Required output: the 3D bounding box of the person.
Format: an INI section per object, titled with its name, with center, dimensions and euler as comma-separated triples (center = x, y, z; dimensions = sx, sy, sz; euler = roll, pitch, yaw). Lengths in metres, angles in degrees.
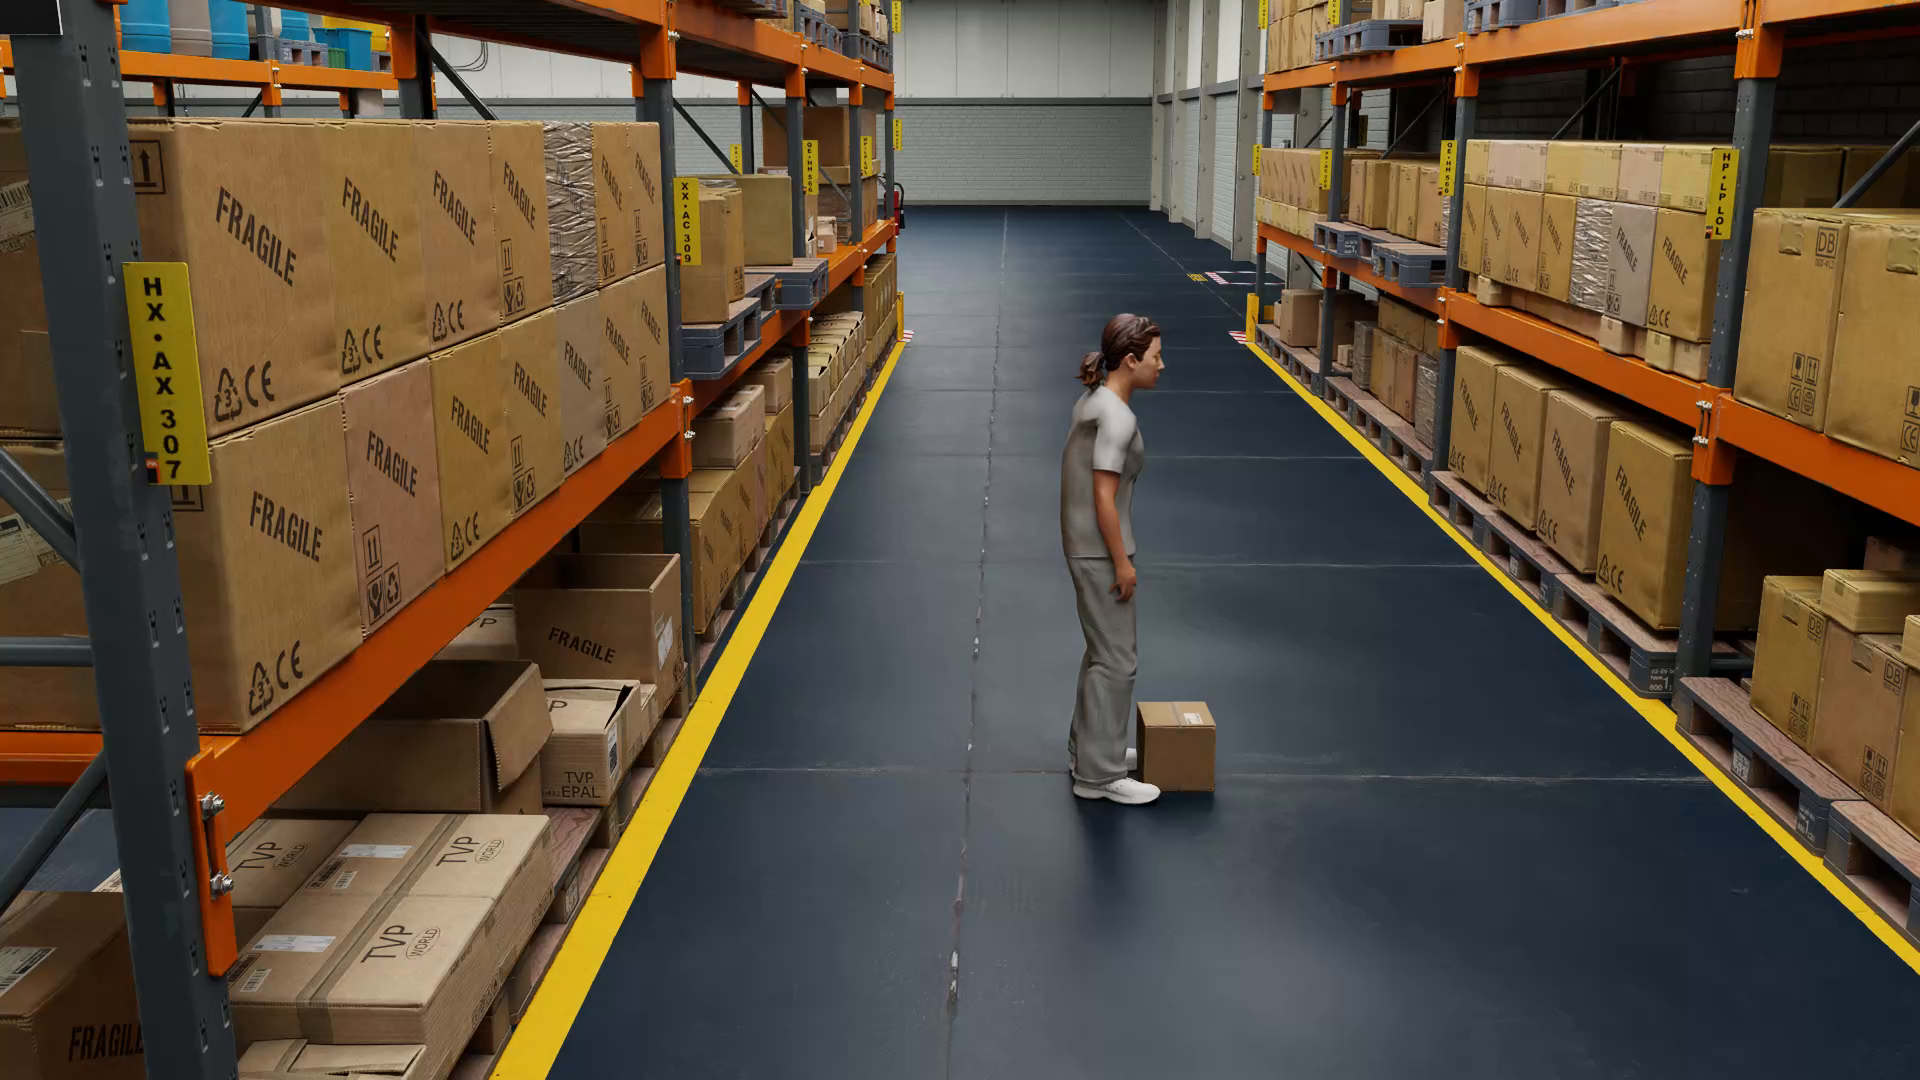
[person]
center = 0.525, 0.054, 5.794
dimensions = 0.354, 1.669, 0.490
euler = 0, 14, 1
